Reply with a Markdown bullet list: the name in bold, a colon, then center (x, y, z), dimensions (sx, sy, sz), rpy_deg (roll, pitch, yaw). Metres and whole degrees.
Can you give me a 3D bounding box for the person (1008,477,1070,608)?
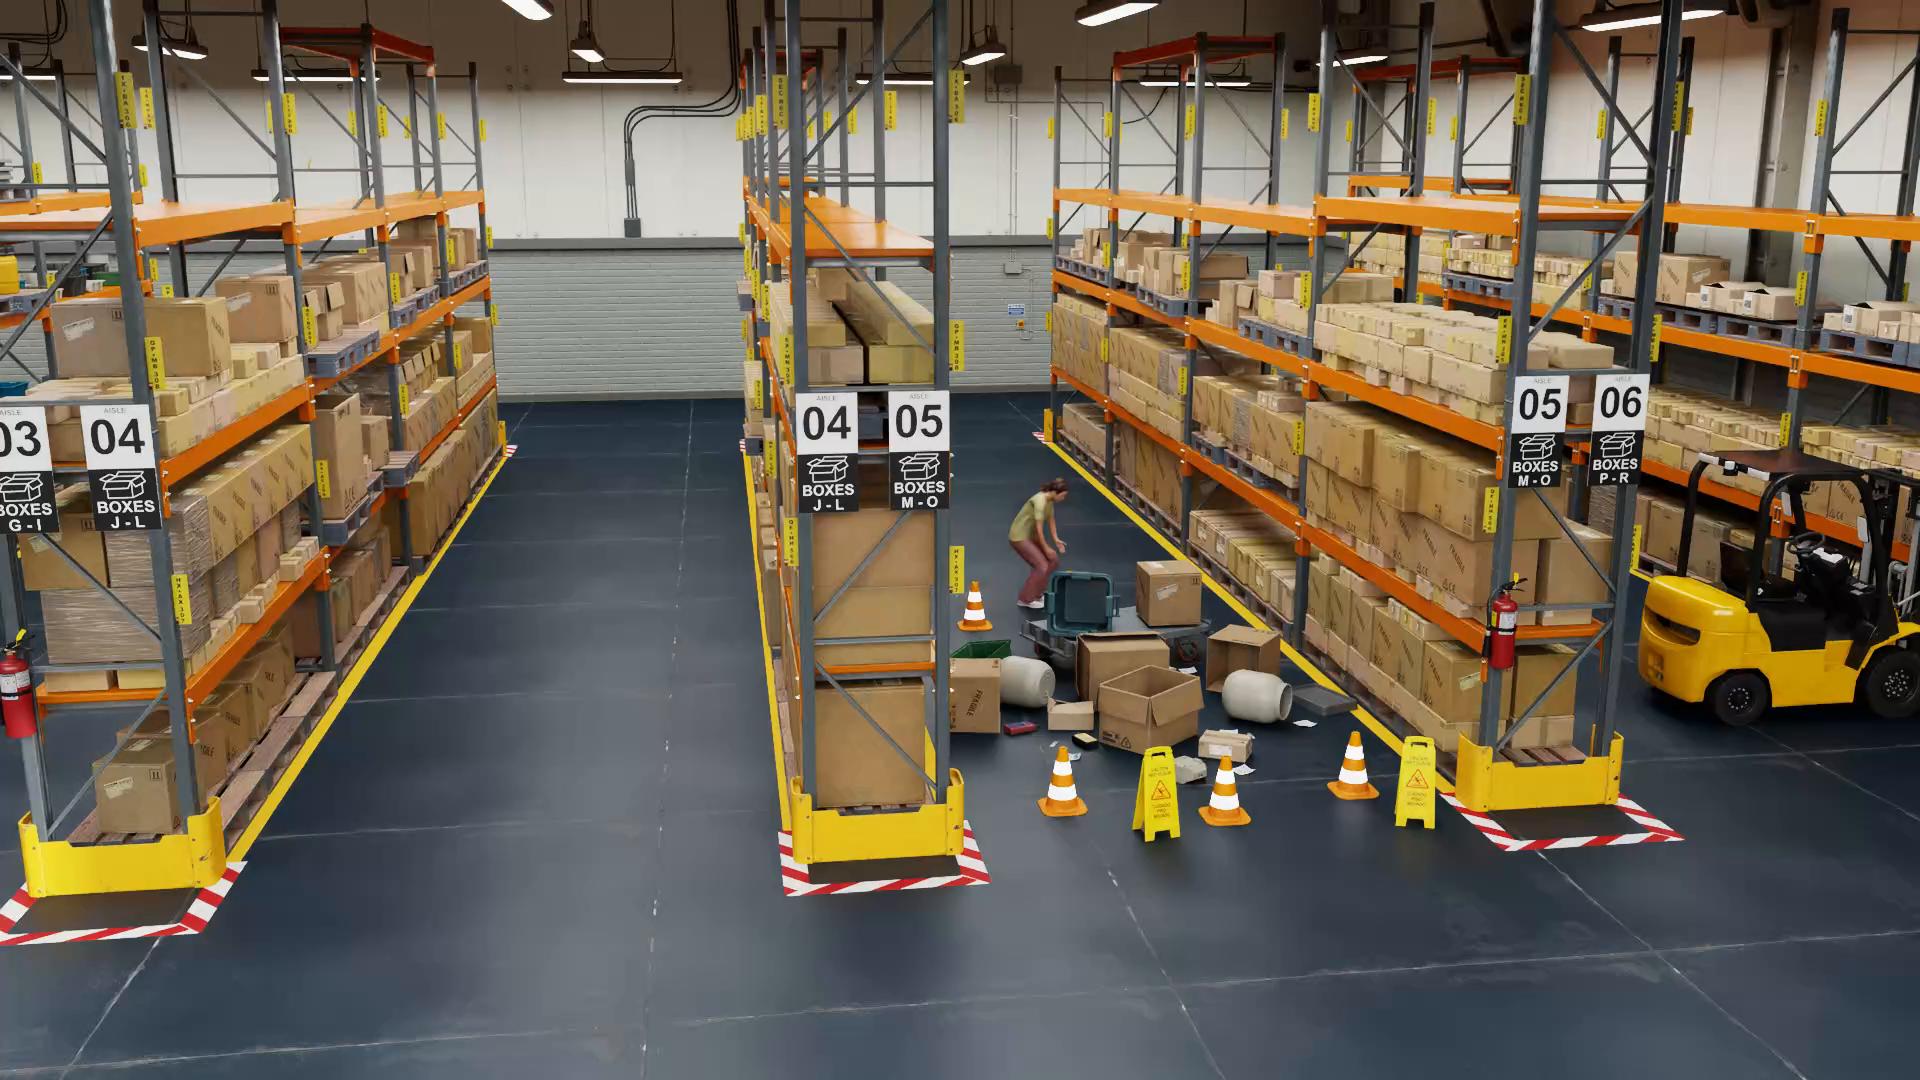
- **person**: center (0.843, 0.007, 17.595), dimensions (0.634, 1.390, 0.510), rpy_deg (5, 14, 20)
